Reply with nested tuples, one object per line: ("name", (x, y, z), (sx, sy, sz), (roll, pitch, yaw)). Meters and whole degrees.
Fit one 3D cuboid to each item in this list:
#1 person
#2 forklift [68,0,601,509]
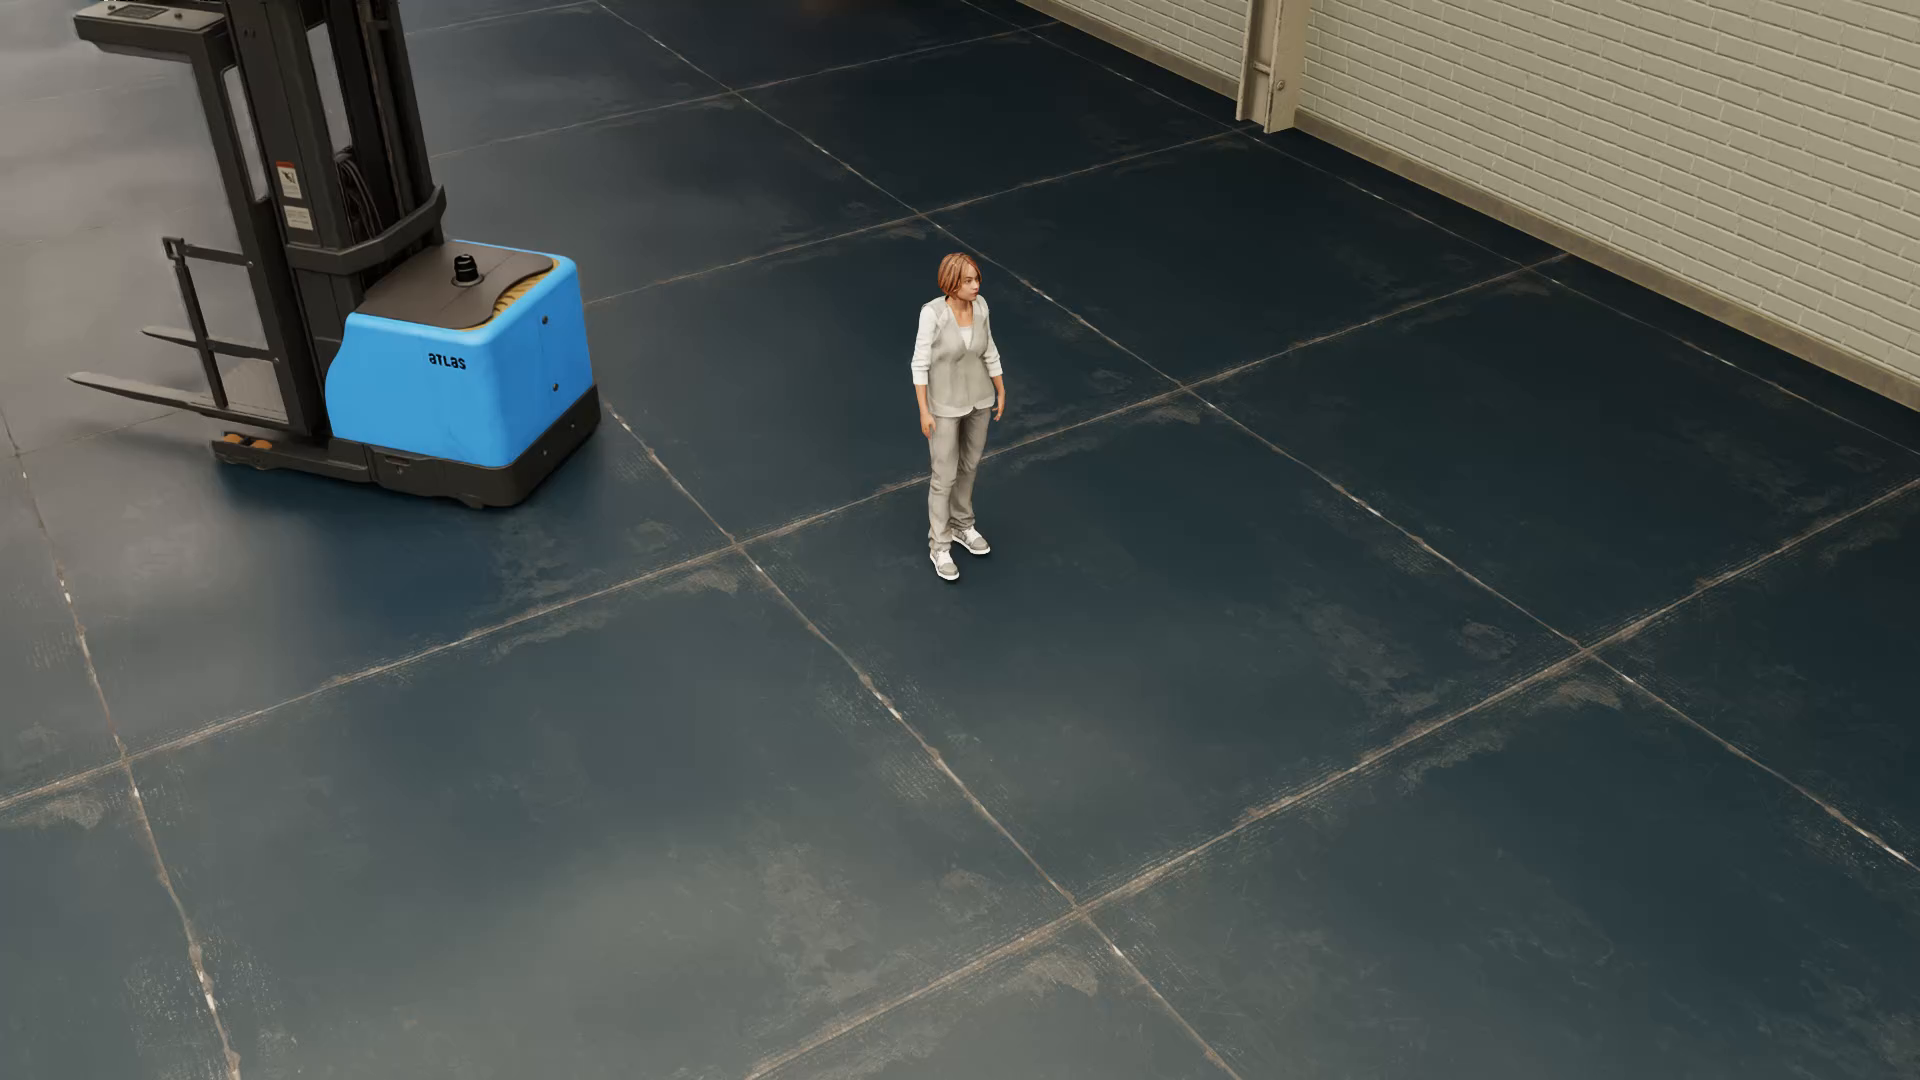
("person", (0.029, -0.619, 8.177), (0.521, 1.599, 0.473), (-21, 40, -27))
("forklift", (-3.637, -1.863, 8.799), (3.031, 2.935, 1.130), (11, 37, 15))
